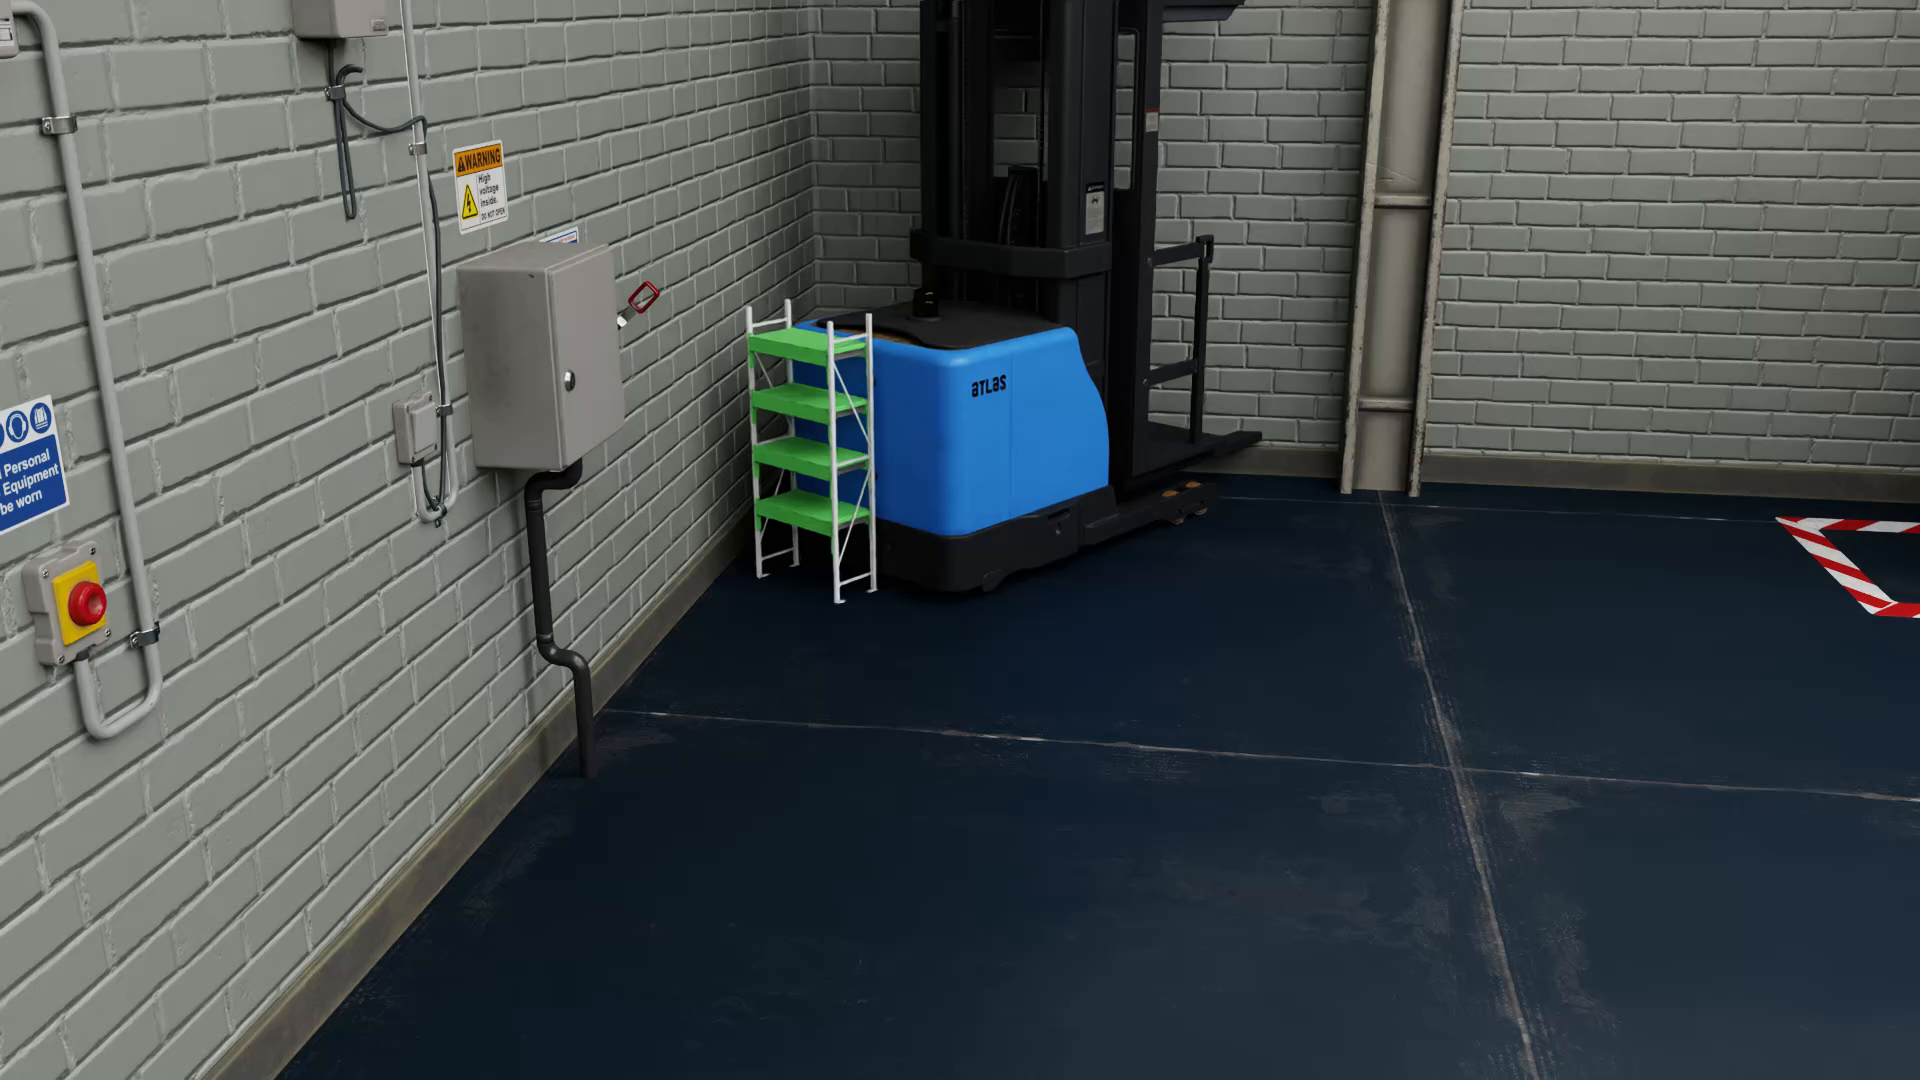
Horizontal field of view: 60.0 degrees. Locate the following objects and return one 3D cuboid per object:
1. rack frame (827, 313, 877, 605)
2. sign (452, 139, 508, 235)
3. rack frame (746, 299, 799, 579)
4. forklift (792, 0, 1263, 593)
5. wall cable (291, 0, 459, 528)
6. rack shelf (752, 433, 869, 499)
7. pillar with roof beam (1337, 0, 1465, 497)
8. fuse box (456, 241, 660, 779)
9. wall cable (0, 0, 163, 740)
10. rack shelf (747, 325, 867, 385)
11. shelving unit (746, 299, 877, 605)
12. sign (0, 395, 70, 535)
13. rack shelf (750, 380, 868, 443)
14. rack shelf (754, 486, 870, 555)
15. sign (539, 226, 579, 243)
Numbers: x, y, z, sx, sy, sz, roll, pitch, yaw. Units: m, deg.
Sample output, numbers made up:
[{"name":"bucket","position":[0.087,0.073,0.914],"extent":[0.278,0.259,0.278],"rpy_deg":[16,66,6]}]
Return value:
[{"name":"rack frame","position":[-0.444,-0.326,6.886],"extent":[0.015,1.200,0.240],"rpy_deg":[16,24,39]},{"name":"sign","position":[-1.405,-1.040,4.881],"extent":[0.001,0.242,0.339],"rpy_deg":[3,19,9]},{"name":"rack frame","position":[-0.808,-0.429,7.195],"extent":[0.015,1.200,0.240],"rpy_deg":[16,24,39]},{"name":"forklift","position":[0.597,-1.559,7.843],"extent":[1.130,2.935,3.031],"rpy_deg":[16,24,39]},{"name":"wall cable","position":[-1.455,-0.931,4.257],"extent":[0.122,1.984,0.588],"rpy_deg":[3,19,9]},{"name":"rack shelf","position":[-0.626,-0.317,7.060],"extent":[0.480,0.148,0.258],"rpy_deg":[16,24,39]},{"name":"pillar with roof beam","position":[1.484,-3.197,3.177],"extent":[0.400,9.000,9.100],"rpy_deg":[3,19,9]},{"name":"fuse box","position":[-1.192,-0.044,5.237],"extent":[0.414,1.711,0.539],"rpy_deg":[3,19,9]},{"name":"wall cable","position":[-1.669,-0.501,2.922],"extent":[0.123,1.953,0.585],"rpy_deg":[3,19,9]},{"name":"rack shelf","position":[-0.626,-0.772,6.908],"extent":[0.480,0.148,0.258],"rpy_deg":[16,24,39]},{"name":"shelving unit","position":[-0.626,-0.377,7.040],"extent":[0.503,1.200,0.258],"rpy_deg":[16,24,39]},{"name":"sign","position":[-1.737,-0.120,3.009],"extent":[0.001,0.218,0.327],"rpy_deg":[3,19,9]},{"name":"rack shelf","position":[-0.626,-0.544,6.984],"extent":[0.480,0.148,0.258],"rpy_deg":[16,24,39]},{"name":"rack shelf","position":[-0.626,-0.089,7.137],"extent":[0.480,0.148,0.258],"rpy_deg":[16,24,39]},{"name":"sign","position":[-1.318,-0.775,5.542],"extent":[0.001,0.494,0.329],"rpy_deg":[3,19,9]}]
